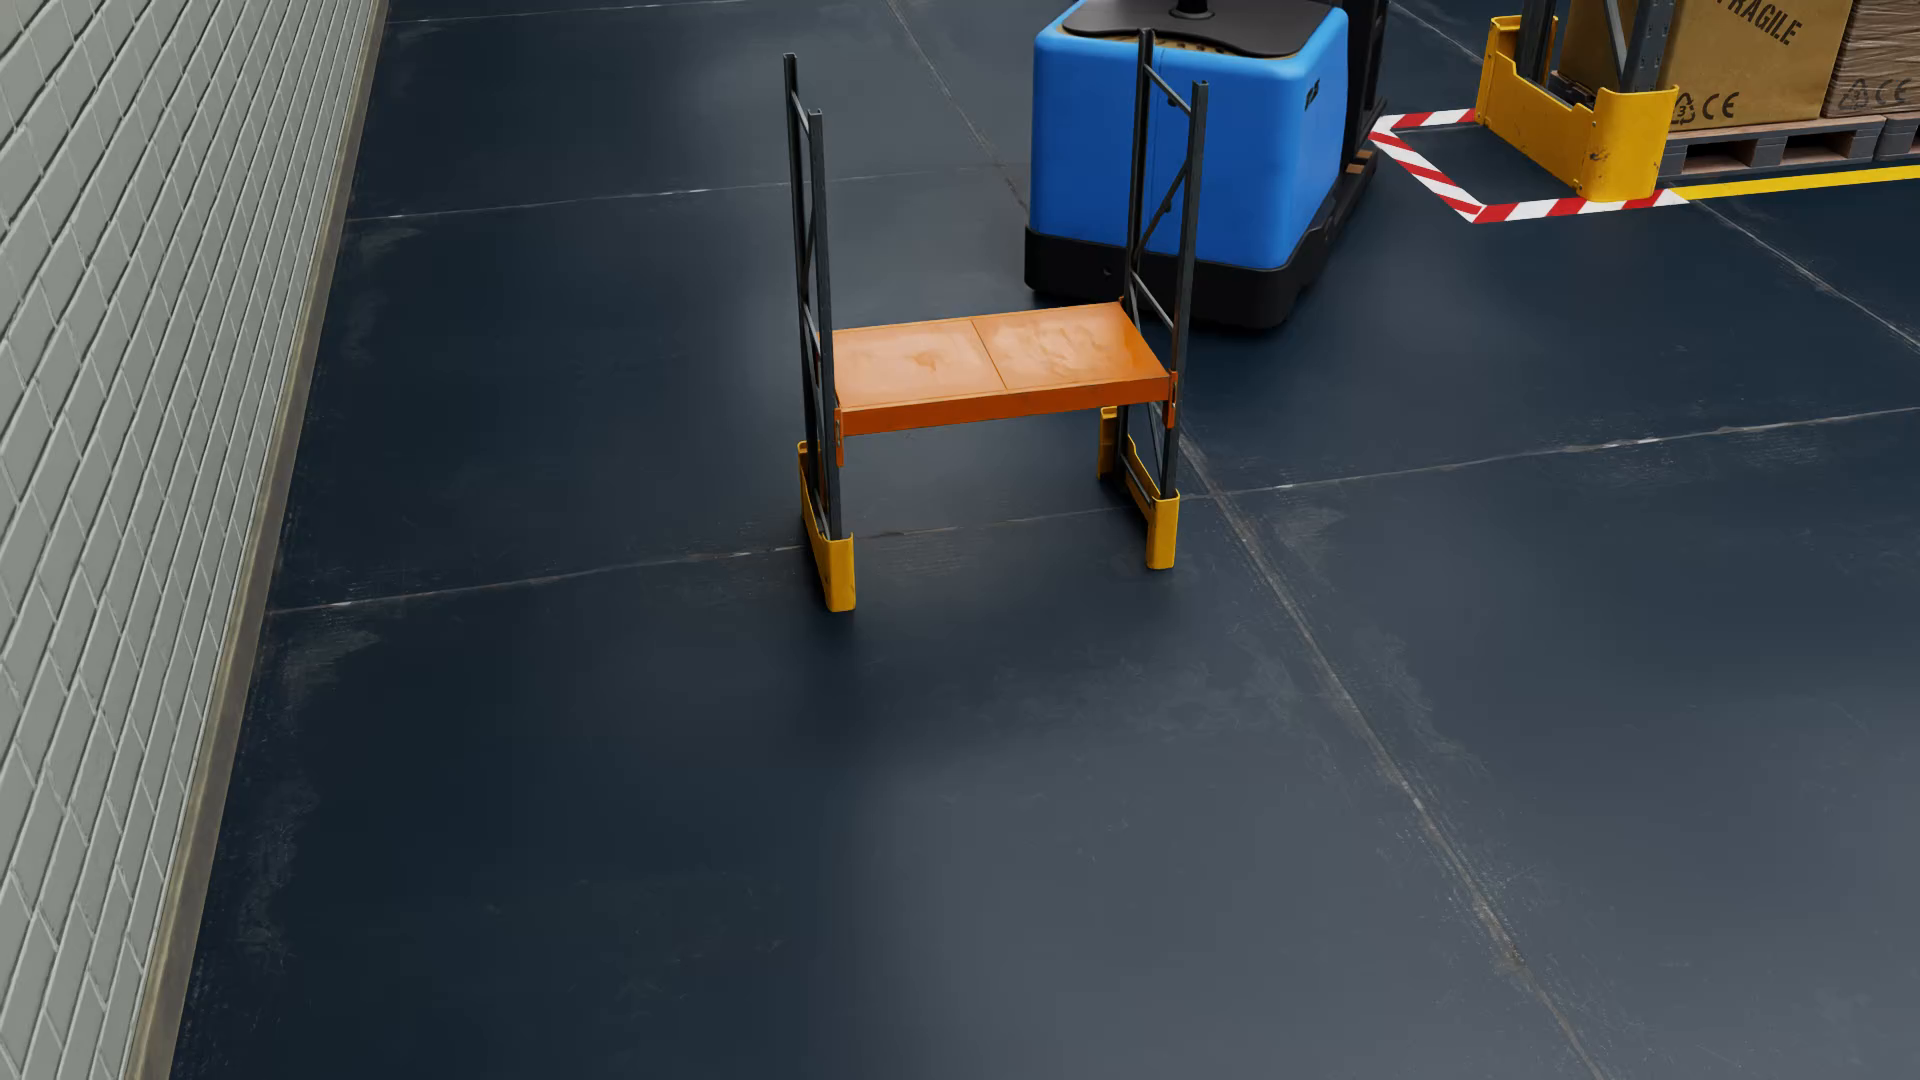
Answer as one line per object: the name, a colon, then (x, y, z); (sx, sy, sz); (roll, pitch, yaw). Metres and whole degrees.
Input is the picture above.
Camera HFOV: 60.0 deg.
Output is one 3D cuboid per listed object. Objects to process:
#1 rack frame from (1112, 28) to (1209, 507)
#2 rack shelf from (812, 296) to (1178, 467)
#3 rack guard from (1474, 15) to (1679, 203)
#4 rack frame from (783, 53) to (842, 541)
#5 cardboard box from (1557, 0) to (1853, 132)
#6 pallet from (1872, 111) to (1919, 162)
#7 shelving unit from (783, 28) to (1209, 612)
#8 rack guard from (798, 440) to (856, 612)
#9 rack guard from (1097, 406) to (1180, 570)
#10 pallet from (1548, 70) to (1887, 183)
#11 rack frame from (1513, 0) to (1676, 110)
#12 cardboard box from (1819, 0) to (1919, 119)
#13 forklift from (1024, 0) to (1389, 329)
rack frame: (0.579, -0.696, 4.941); (0.032, 1.500, 0.500); (-7, 35, -11)
rack shelf: (0.083, -0.484, 4.948); (1.000, 0.185, 0.538); (-7, 35, -11)
rack guard: (2.886, -2.064, 7.878); (0.348, 0.500, 1.175); (-7, 35, -11)
rack frame: (-0.413, -0.571, 4.755); (0.032, 1.500, 0.500); (-7, 35, -11)
cardboard box: (3.516, -2.520, 7.843); (0.875, 0.875, 0.875); (-7, 35, -11)
pallet: (4.860, -2.236, 8.393); (1.213, 0.211, 1.003); (-7, 35, -11)
shelving unit: (0.074, -0.632, 4.846); (1.083, 1.500, 0.587); (-7, 35, -11)
rack guard: (-0.411, -0.052, 5.103); (0.087, 0.250, 0.587); (-7, 35, -11)
rack guard: (0.560, -0.174, 5.286); (0.087, 0.250, 0.587); (-7, 35, -11)
pallet: (3.672, -2.088, 8.172); (1.213, 0.211, 1.003); (-7, 35, -11)
rack frame: (2.909, -3.105, 7.185); (0.127, 3.000, 1.000); (-7, 35, -11)
cardboard box: (4.404, -2.631, 8.009); (0.875, 0.875, 0.875); (-7, 35, -11)
forklift: (1.288, -2.832, 6.841); (1.130, 2.935, 3.031); (13, 36, 18)
